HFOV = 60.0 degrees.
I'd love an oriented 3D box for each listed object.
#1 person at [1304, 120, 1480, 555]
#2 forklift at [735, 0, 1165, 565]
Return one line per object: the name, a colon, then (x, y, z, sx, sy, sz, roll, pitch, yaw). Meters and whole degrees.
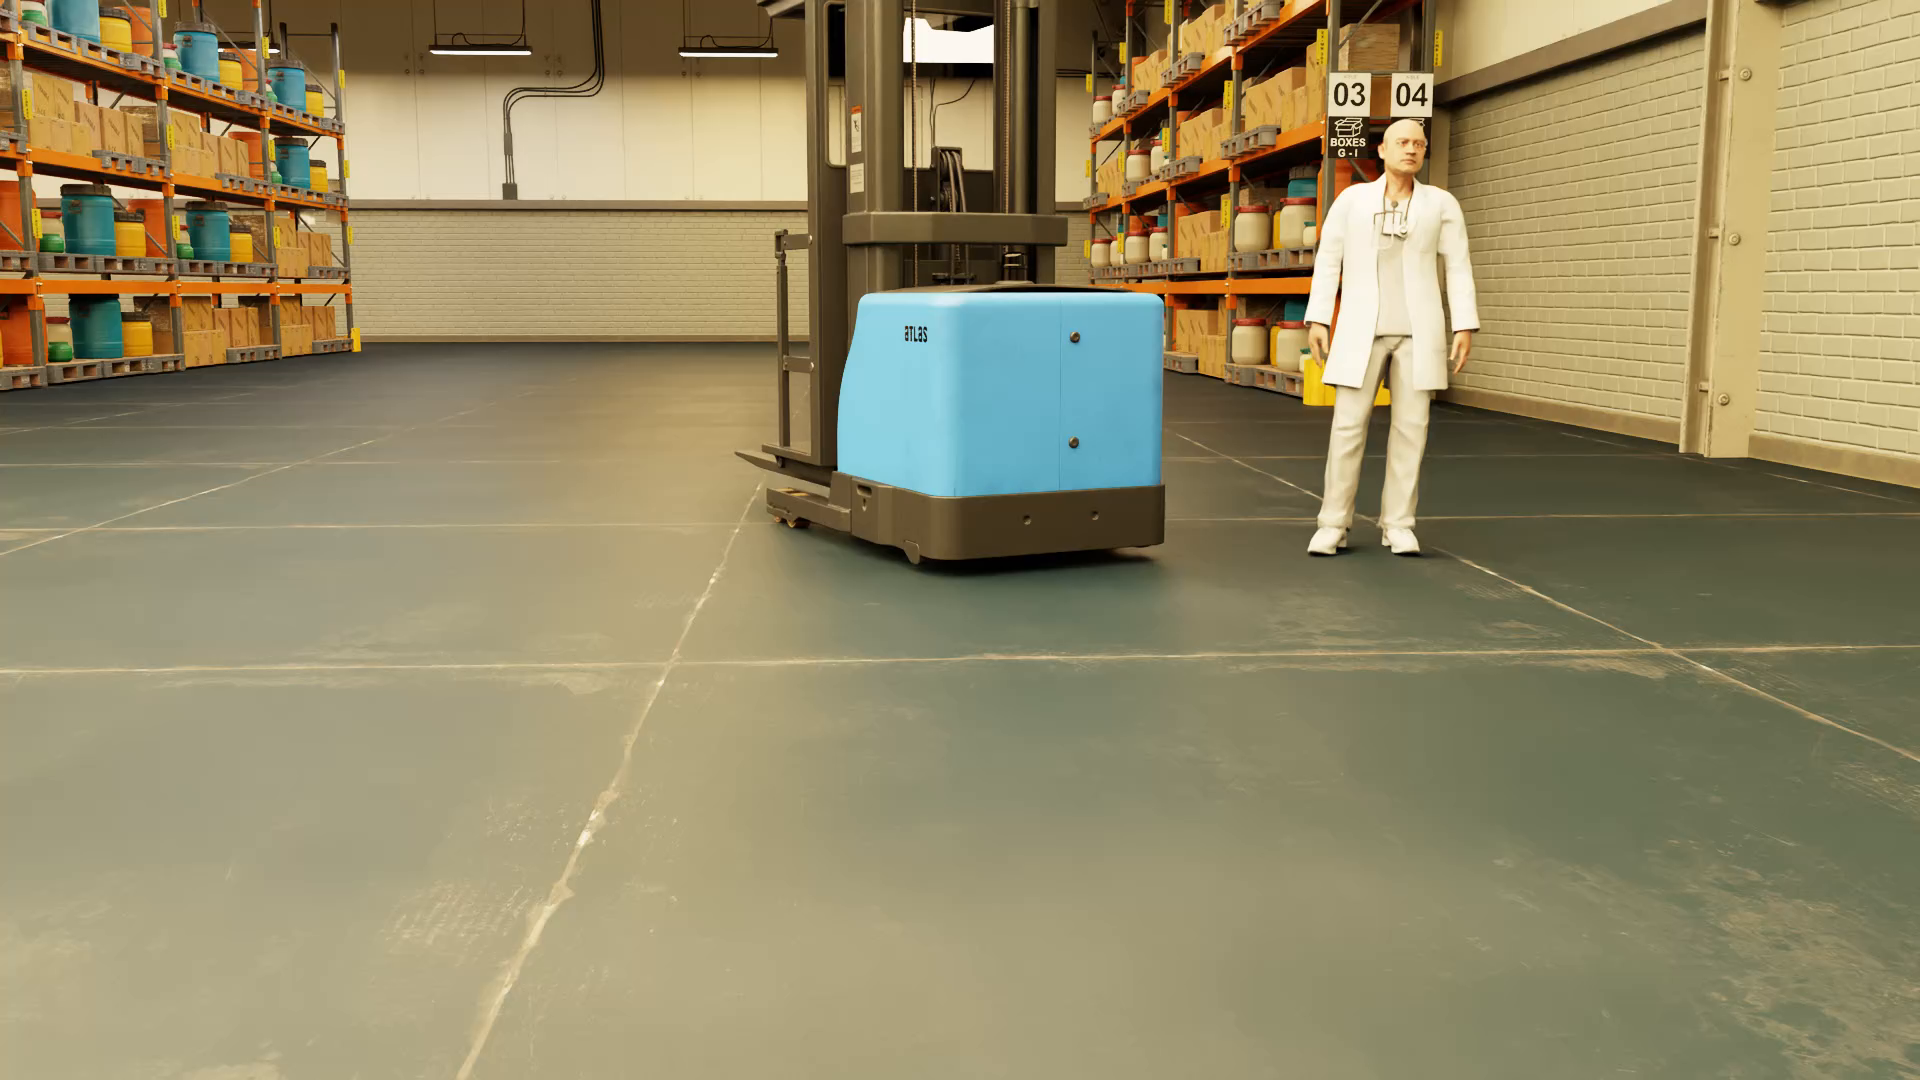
person: (1.786, -0.837, 6.886, 0.713, 1.782, 0.538, 2, 9, 12)
forklift: (-0.264, -1.530, 7.637, 1.130, 2.935, 3.031, -4, 9, -25)
